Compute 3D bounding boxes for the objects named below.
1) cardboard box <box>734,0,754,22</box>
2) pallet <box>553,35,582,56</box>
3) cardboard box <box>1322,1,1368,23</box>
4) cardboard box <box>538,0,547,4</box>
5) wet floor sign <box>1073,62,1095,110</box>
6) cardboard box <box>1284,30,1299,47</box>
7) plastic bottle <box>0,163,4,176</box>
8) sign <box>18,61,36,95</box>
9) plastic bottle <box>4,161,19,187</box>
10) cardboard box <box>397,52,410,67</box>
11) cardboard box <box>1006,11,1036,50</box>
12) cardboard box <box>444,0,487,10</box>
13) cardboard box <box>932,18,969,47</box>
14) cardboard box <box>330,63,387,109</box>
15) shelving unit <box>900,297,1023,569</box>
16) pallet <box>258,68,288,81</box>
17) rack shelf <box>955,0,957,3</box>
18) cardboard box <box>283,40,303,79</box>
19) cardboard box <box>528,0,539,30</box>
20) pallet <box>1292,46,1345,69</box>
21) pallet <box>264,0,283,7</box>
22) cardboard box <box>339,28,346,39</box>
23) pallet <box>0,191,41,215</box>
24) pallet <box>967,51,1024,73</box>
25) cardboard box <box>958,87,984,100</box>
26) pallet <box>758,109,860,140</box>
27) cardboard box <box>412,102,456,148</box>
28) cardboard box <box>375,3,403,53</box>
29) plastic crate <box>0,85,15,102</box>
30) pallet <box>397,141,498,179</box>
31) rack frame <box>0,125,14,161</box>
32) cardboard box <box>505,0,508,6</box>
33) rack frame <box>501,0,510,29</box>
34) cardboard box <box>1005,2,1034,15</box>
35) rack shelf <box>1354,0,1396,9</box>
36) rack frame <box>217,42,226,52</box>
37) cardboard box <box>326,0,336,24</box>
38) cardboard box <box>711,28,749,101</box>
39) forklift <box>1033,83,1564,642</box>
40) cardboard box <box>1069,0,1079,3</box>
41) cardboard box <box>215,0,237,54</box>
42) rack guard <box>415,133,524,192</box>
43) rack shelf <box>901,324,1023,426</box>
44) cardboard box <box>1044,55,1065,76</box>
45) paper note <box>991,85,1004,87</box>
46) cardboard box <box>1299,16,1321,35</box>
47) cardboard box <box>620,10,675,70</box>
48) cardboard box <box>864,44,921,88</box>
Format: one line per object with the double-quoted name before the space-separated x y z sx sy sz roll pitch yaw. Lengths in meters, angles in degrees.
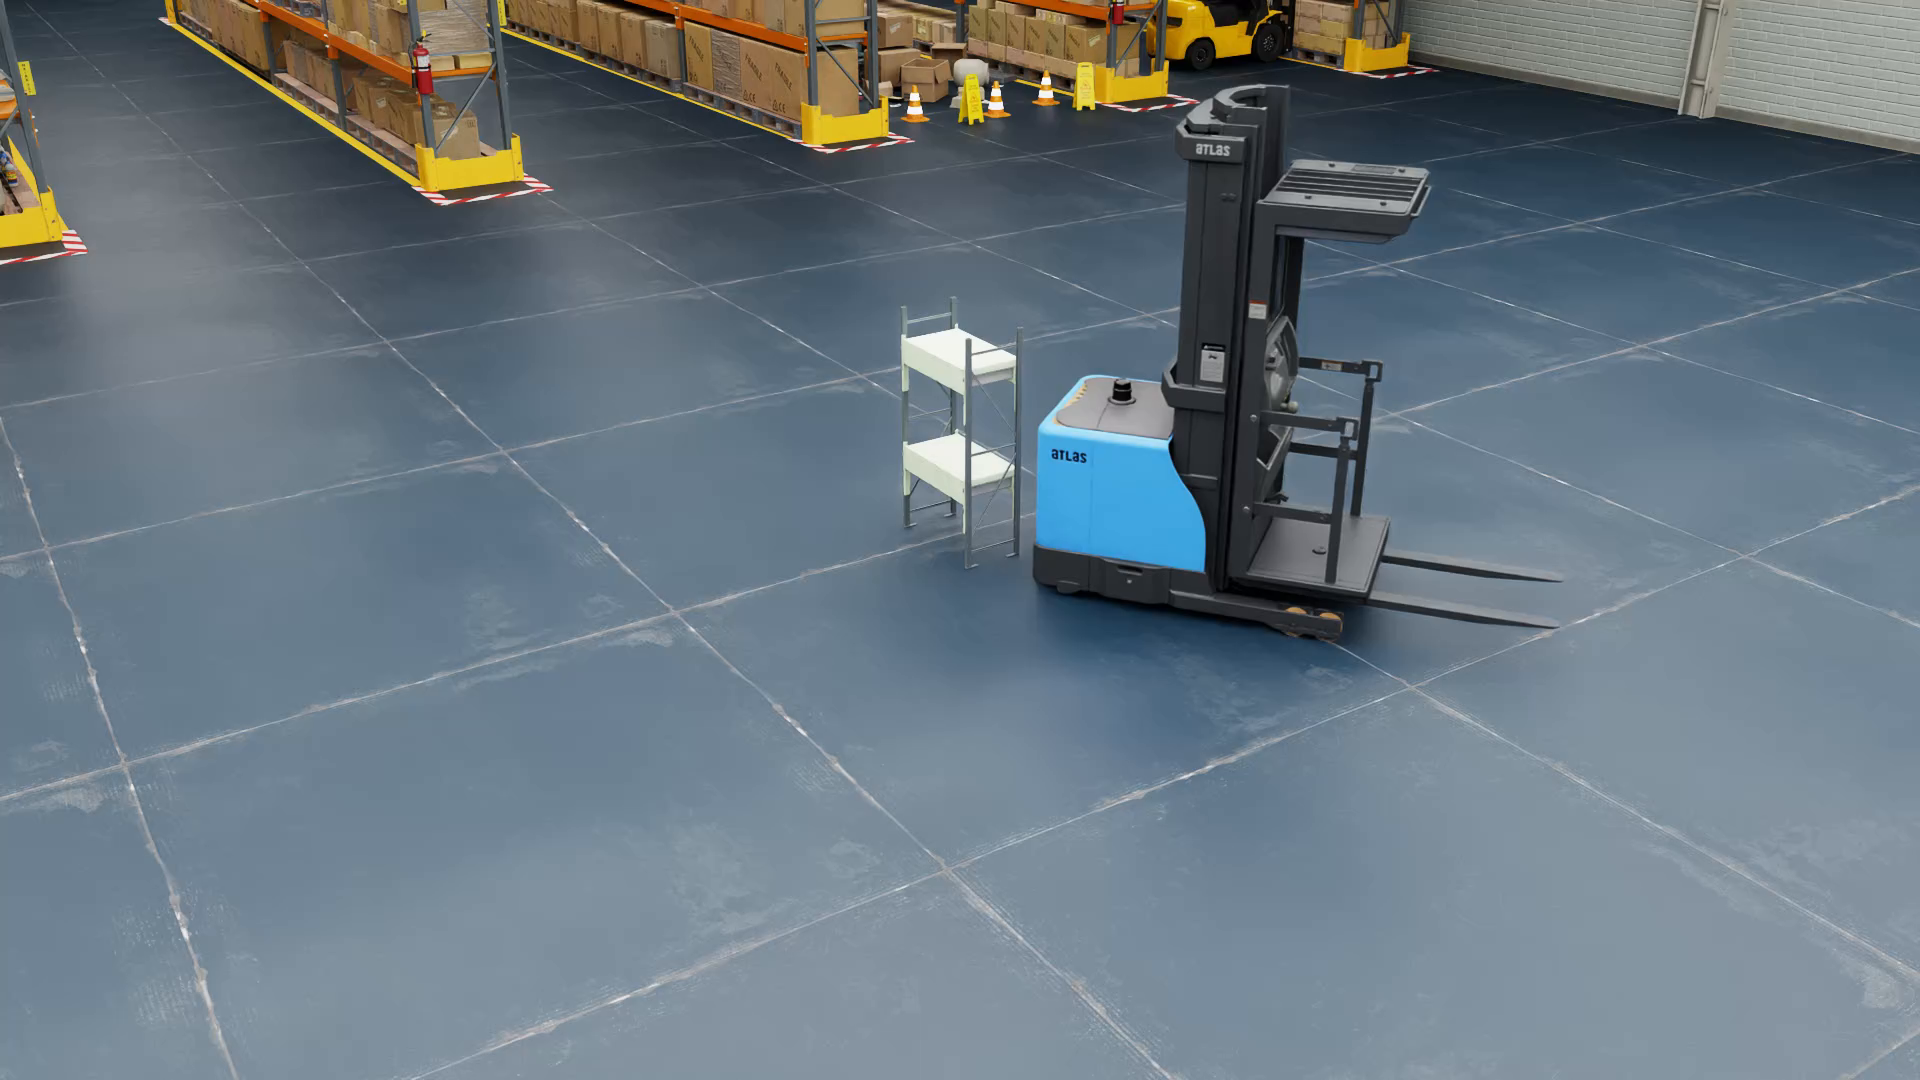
"cardboard box" -2.606 -7.474 22.892 0.875 0.550 0.500 -16 29 -30
"pallet" -6.315 -8.563 28.641 1.003 0.211 1.213 -16 29 -30
"cardboard box" 6.214 -8.521 26.844 0.500 0.250 0.500 -14 29 -28
"cardboard box" -7.032 -9.490 28.896 0.500 0.250 0.500 -15 29 -28
"wet floor sign" 1.777 -6.490 23.743 0.267 0.644 0.232 -6 26 -12
"cardboard box" 5.676 -8.432 27.828 0.500 0.250 0.500 -15 29 -29
"plastic bottle" -10.908 -4.257 19.017 0.097 0.201 0.097 0 25 0
"sign" -9.420 -4.660 16.784 0.100 0.325 0.005 -16 29 -30
"plastic bottle" -10.612 -4.095 18.591 0.097 0.271 0.097 0 25 0
"cardboard box" -6.377 -5.670 19.541 0.380 0.149 0.250 -16 29 -30
"cardboard box" 1.066 -7.940 25.906 0.500 0.500 0.500 -14 29 -27
"cardboard box" -5.805 -6.455 19.273 0.500 0.500 0.500 -16 29 -30
"cardboard box" 0.098 -8.492 27.810 0.950 0.372 0.625 -15 29 -29
"cardboard box" -8.234 -6.287 22.966 0.700 0.500 0.500 -18 31 -33
"shelving unit" 0.004 -0.676 10.425 0.431 1.500 0.755 -16 29 -30
"pallet" -10.468 -7.463 26.311 1.003 0.211 1.213 -16 29 -30
"rack shelf" -0.706 -9.693 28.612 1.077 0.370 4.000 -16 29 -30
"cardboard box" -9.718 -7.258 25.023 0.700 0.500 0.500 -17 30 -32
"cardboard box" -7.305 -9.335 29.447 0.500 0.500 0.500 -15 29 -29
"pallet" 6.274 -8.033 27.519 1.003 0.211 1.213 -16 29 -30
"pallet" -9.622 -8.107 24.635 1.213 0.211 1.003 -16 29 -30
"cardboard box" -7.766 -6.558 21.421 0.380 0.149 0.250 -16 29 -30
"pallet" -10.403 -3.456 17.823 1.003 0.211 1.213 -16 29 -30
"pallet" 0.782 -7.810 27.047 1.003 0.211 1.213 -16 29 -30
"cardboard box" 0.162 -6.581 24.516 0.380 0.149 0.250 -1 25 -3
"pallet" -2.024 -5.689 22.555 1.003 0.211 1.213 -16 29 -30
"cardboard box" -6.415 -5.055 20.381 0.500 0.500 0.500 -8 26 -16
"cardboard box" -6.384 -6.097 19.685 0.875 0.500 0.500 -16 29 -30
"plastic crate" -10.102 -4.684 17.468 0.298 0.136 0.250 -16 29 -30
"pallet" -6.189 -4.628 20.306 1.003 0.211 1.213 -16 29 -30
"rack frame" -12.067 -5.839 19.606 1.000 3.000 0.127 -16 29 -30
"cardboard box" -8.512 -10.048 31.021 0.380 0.149 0.250 -15 29 -29
"rack frame" -8.073 -10.975 30.484 1.000 3.000 0.127 -16 29 -30
"cardboard box" 0.932 -8.270 25.846 0.380 0.149 0.250 -14 29 -27
"rack shelf" 5.635 -9.420 28.034 1.077 0.370 4.000 -16 29 -30
"rack frame" -12.284 -9.855 28.112 1.000 3.000 0.127 -16 29 -30
"cardboard box" -7.723 -6.998 21.594 0.875 0.500 0.500 -16 29 -30
"cardboard box" -2.926 -6.780 23.594 0.875 0.875 0.875 -15 29 -29
"forklift" 2.014 -0.997 9.429 3.031 2.935 1.130 9 27 18
"cardboard box" 1.833 -8.004 24.486 0.380 0.149 0.250 -16 30 -30
"cardboard box" -11.429 -8.540 27.324 1.225 0.875 0.875 -17 30 -31
"rack guard" -5.775 -4.460 19.611 1.175 0.500 0.348 -16 29 -30
"rack shelf" 0.004 -1.029 10.258 0.431 0.370 0.720 -16 29 -30
"cardboard box" 1.627 -7.232 25.286 0.500 0.250 0.500 -15 29 -29
"paper note" 0.576 -6.949 25.433 0.148 0.019 0.142 18 31 33
"cardboard box" 5.934 -8.486 27.356 0.500 0.250 0.500 -16 30 -30
"cardboard box" -4.644 -7.833 25.972 1.050 0.750 0.750 -16 29 -30
"cardboard box" -1.028 -7.176 25.202 0.797 0.637 0.503 -16 29 -30
